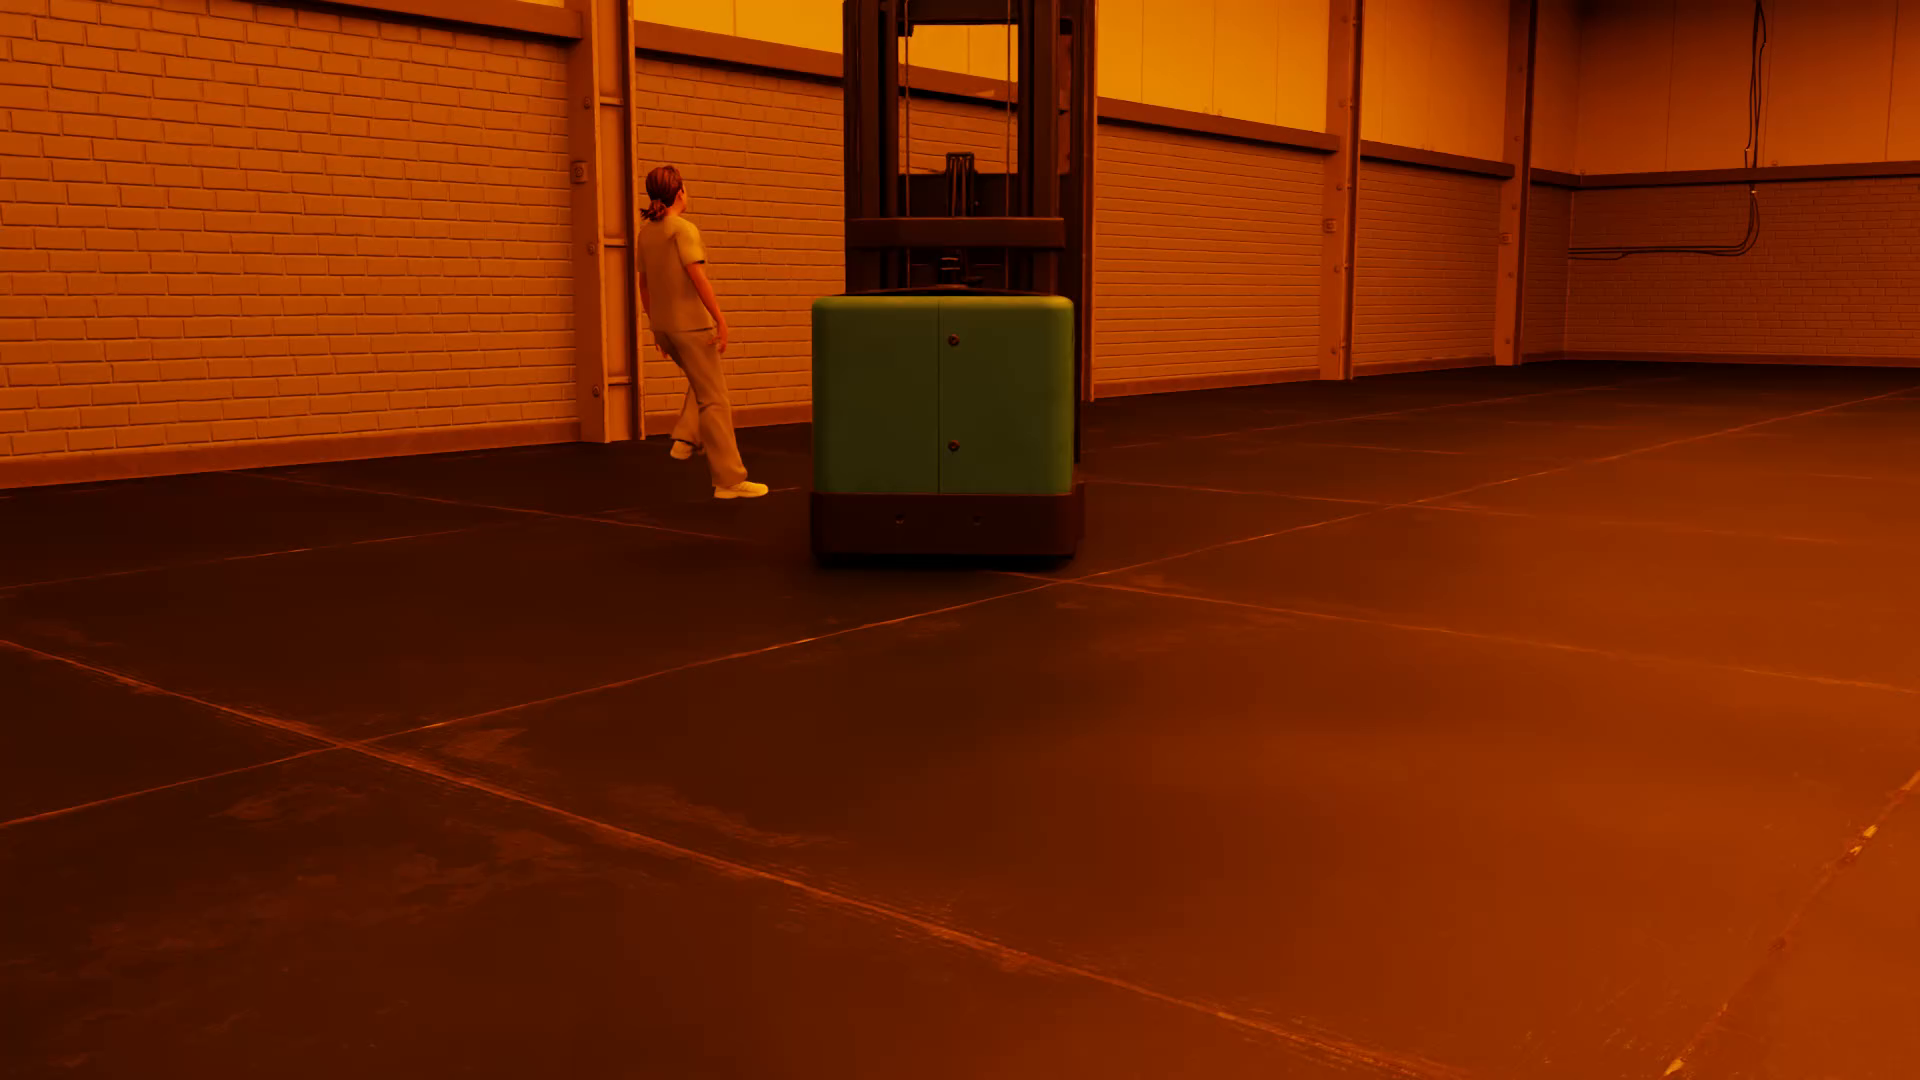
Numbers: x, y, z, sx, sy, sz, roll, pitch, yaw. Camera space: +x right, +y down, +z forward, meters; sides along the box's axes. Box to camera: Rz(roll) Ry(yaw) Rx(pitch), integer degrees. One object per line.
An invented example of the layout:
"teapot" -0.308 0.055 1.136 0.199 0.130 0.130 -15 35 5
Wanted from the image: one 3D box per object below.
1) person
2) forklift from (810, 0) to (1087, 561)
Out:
"person" -1.359 -1.051 8.476 0.549 1.673 0.545 7 11 39
"forklift" 0.039 -1.540 7.808 1.130 2.935 3.031 1 8 5
